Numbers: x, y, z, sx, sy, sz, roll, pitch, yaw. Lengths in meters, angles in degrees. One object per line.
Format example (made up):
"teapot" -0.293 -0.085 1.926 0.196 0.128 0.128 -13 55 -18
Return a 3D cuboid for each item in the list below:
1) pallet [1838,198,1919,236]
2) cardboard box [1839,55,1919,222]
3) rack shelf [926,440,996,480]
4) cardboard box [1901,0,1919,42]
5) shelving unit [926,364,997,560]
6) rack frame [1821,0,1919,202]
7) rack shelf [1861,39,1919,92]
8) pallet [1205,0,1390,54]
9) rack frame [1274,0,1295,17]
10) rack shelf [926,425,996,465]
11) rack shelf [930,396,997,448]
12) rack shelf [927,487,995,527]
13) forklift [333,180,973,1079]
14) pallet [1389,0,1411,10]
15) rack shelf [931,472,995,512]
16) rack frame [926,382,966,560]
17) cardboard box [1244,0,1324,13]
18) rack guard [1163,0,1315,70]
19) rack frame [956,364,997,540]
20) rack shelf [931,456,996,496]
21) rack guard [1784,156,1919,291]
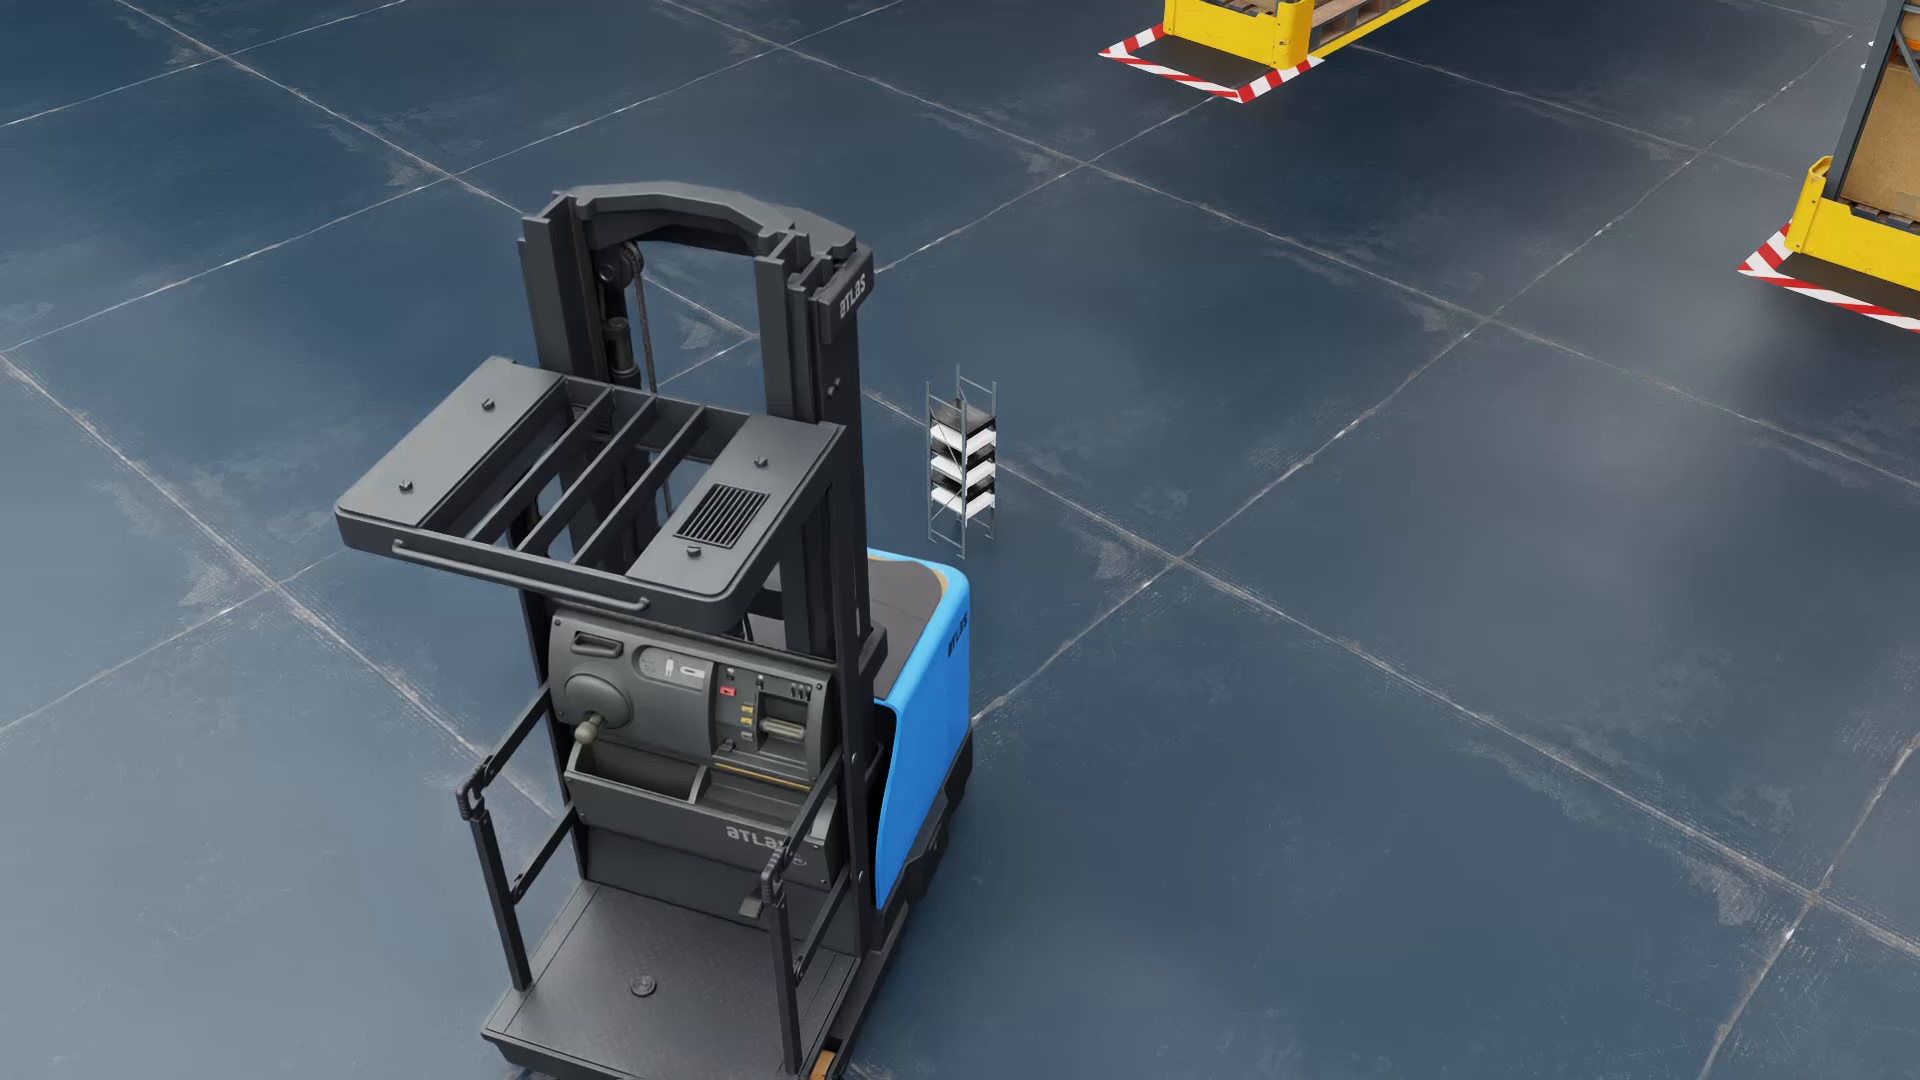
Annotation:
"pallet" 6.138 -2.149 10.567 1.003 0.211 1.213 30 47 32
"cardboard box" 6.065 -2.513 10.153 0.875 0.875 0.875 30 47 32
"rack shelf" 0.005 -0.400 7.723 0.258 0.077 0.200 30 47 32
"cardboard box" 5.874 -3.089 9.387 0.875 0.550 0.550 30 47 32
"shelving unit" 0.005 -0.356 7.758 0.258 0.900 0.210 30 47 32
"rack frame" 5.657 -2.841 9.196 1.000 3.000 0.127 30 47 32
"rack shelf" 7.006 -3.478 10.575 1.077 0.370 4.000 30 47 32
"pallet" 2.689 -4.272 13.236 1.003 0.211 1.213 30 47 32
"rack frame" 2.064 -4.970 11.873 1.000 3.000 0.127 30 47 32
"rack shelf" 0.005 -0.471 7.667 0.258 0.077 0.200 30 47 32
"rack shelf" 0.005 -0.541 7.611 0.258 0.077 0.200 30 47 32
"rack shelf" 0.005 -0.189 7.891 0.258 0.077 0.200 30 47 32
"forklift" -0.912 0.570 4.962 1.130 2.935 3.031 12 40 15
"pallet" 3.512 -4.829 13.937 1.003 0.211 1.213 30 47 32
"rack shelf" 0.005 -0.259 7.835 0.258 0.077 0.200 30 47 32
"rack frame" -0.063 -0.309 7.699 0.240 0.900 0.006 30 47 32
"cardboard box" 2.497 -4.435 12.872 0.500 0.500 0.500 -25 45 -28
"rack guard" 2.115 -4.026 12.695 1.175 0.500 0.348 30 47 32
"rack frame" 0.074 -0.403 7.817 0.240 0.900 0.006 30 47 32
"rack shelf" 0.005 -0.330 7.779 0.258 0.077 0.200 30 47 32
"rack guard" 5.640 -1.851 9.960 1.175 0.500 0.348 30 47 32
